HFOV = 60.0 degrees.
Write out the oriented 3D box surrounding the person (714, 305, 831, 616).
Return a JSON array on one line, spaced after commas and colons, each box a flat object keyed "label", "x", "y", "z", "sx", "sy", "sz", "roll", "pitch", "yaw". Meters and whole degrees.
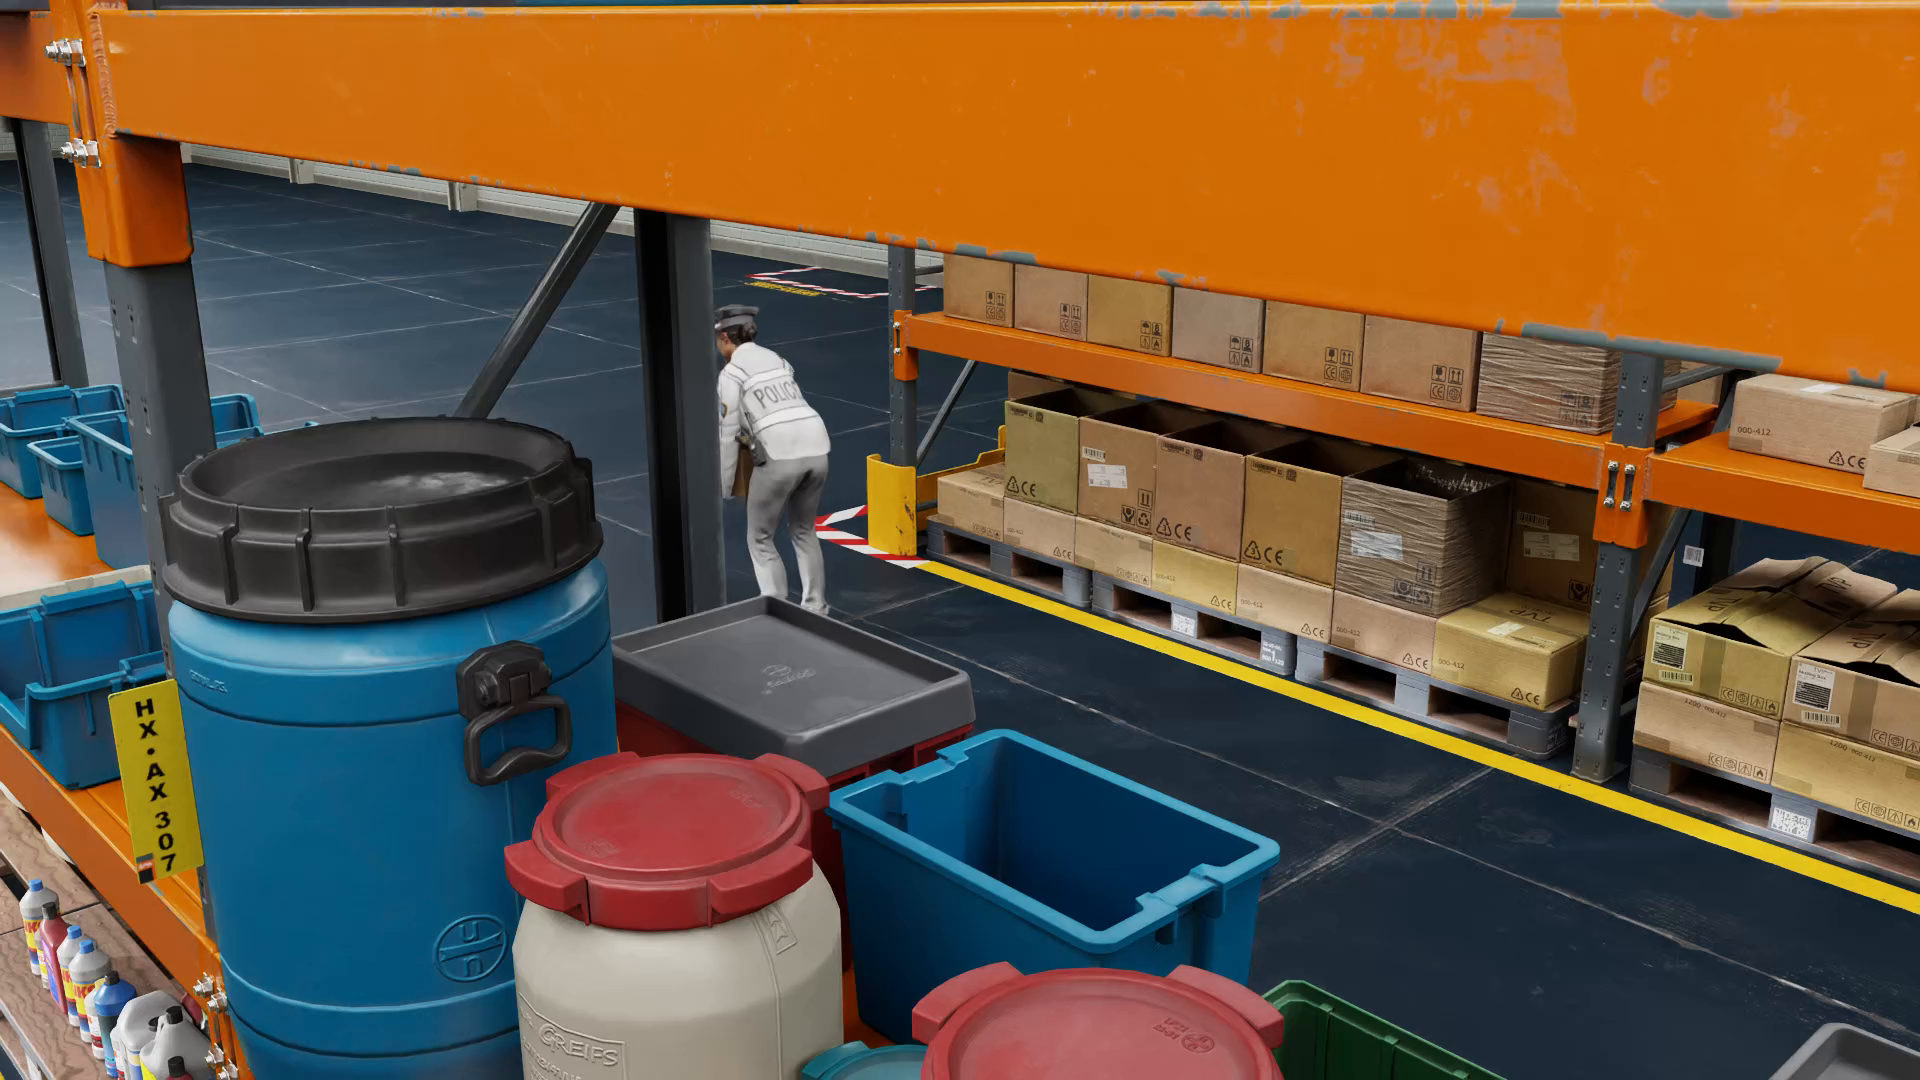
[{"label": "person", "x": -0.915, "y": -0.323, "z": 7.812, "sx": 0.408, "sy": 1.531, "sz": 0.692, "roll": -16, "pitch": 24, "yaw": -42}]
